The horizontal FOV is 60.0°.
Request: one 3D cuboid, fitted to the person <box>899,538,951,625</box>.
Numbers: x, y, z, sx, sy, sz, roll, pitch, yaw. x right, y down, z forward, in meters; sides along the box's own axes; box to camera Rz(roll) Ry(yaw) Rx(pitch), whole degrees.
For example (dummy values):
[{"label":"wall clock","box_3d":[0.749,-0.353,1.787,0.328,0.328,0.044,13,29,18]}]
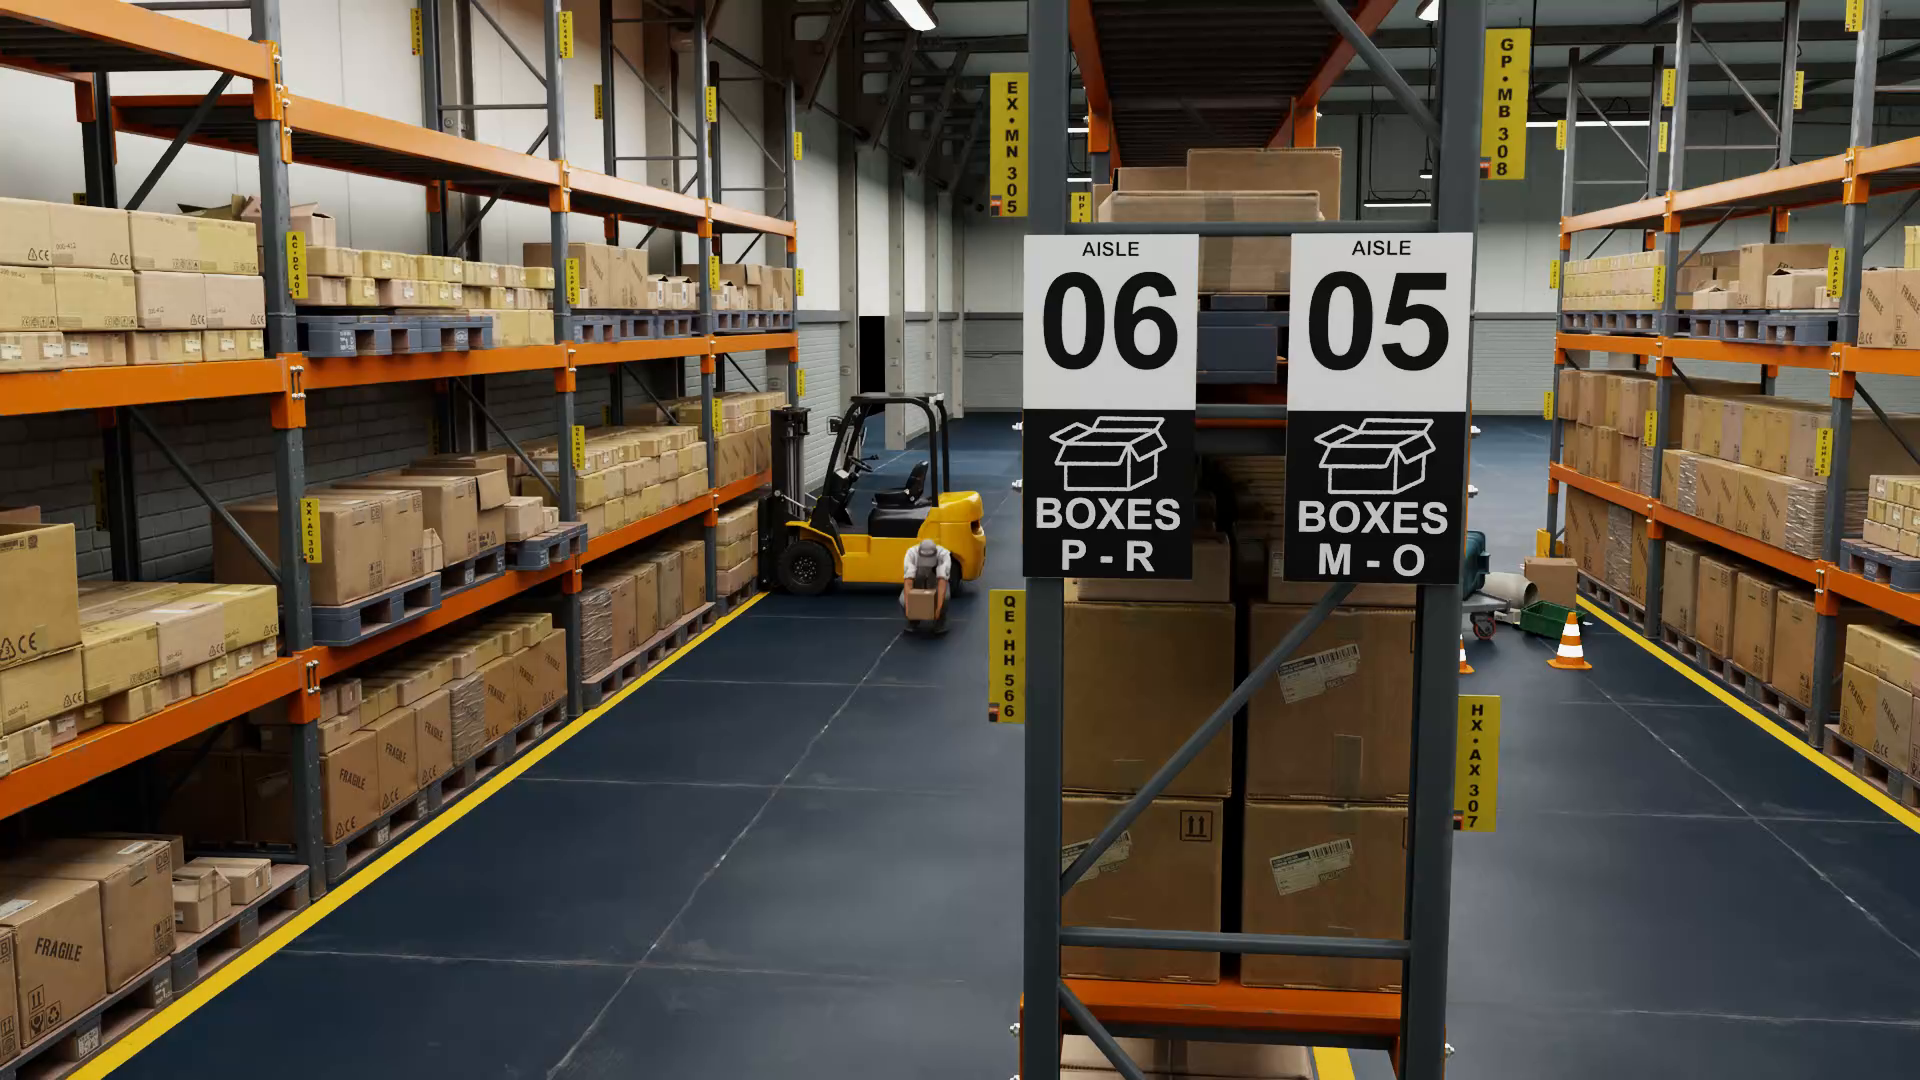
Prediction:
[{"label":"person","box_3d":[-0.328,0.397,15.896,0.495,0.907,0.845,1,8,5]}]
